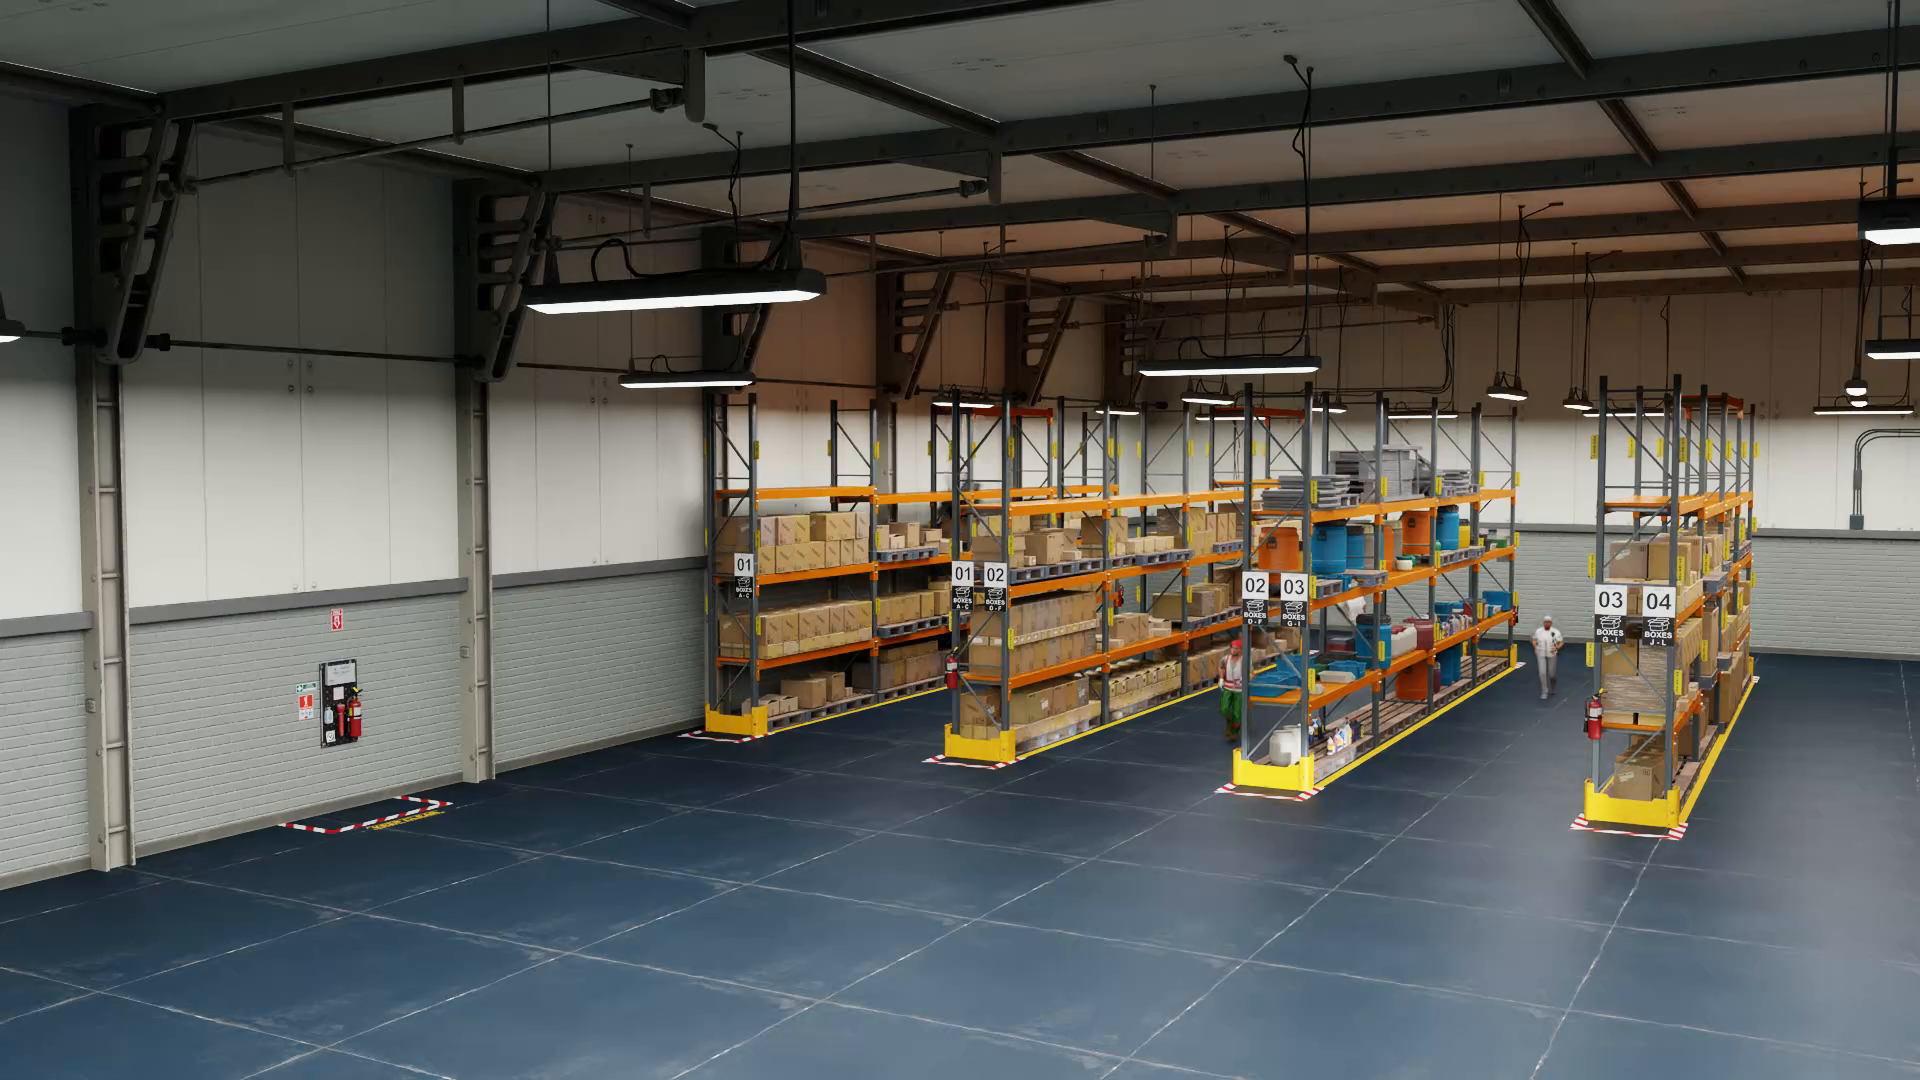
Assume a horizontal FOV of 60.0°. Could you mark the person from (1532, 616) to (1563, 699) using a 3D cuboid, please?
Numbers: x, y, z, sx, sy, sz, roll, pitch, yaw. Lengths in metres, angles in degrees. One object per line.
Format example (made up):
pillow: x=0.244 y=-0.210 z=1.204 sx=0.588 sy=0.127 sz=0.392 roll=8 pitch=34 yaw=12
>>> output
person: x=11.893 y=2.363 z=33.699 sx=0.613 sy=1.660 sz=0.705 roll=1 pitch=3 yaw=25

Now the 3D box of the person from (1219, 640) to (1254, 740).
person: x=4.702 y=2.581 z=28.487 sx=0.657 sy=1.736 sz=0.628 roll=1 pitch=3 yaw=22

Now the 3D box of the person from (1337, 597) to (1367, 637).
person: x=9.627 y=1.953 z=40.743 sx=0.705 sy=1.716 sz=0.903 roll=-1 pitch=3 yaw=-17
